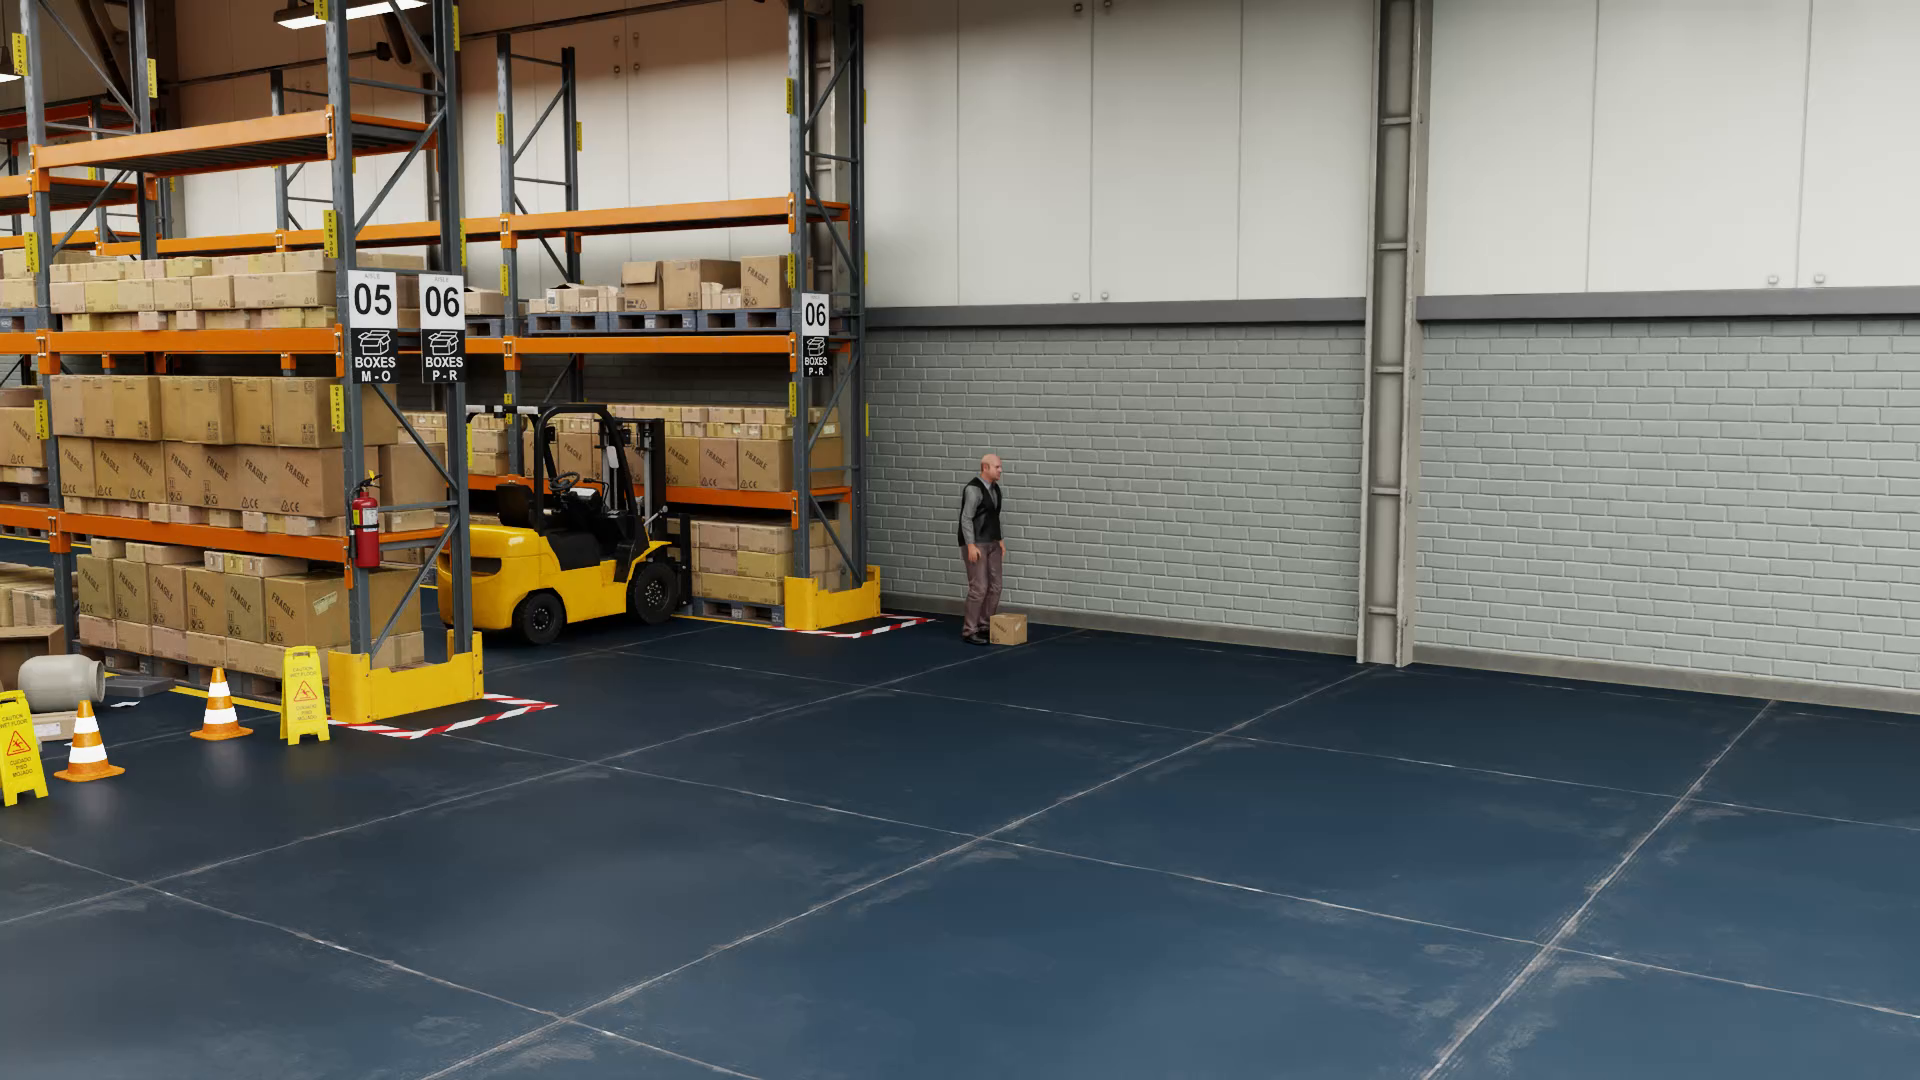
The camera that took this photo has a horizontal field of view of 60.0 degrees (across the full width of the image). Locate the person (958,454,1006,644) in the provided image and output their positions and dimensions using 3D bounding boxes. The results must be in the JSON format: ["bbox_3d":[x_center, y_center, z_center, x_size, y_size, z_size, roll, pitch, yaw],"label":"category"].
[{"bbox_3d":[0.204,0.119,15.273,0.414,1.616,0.580,4,7,33],"label":"person"}]
